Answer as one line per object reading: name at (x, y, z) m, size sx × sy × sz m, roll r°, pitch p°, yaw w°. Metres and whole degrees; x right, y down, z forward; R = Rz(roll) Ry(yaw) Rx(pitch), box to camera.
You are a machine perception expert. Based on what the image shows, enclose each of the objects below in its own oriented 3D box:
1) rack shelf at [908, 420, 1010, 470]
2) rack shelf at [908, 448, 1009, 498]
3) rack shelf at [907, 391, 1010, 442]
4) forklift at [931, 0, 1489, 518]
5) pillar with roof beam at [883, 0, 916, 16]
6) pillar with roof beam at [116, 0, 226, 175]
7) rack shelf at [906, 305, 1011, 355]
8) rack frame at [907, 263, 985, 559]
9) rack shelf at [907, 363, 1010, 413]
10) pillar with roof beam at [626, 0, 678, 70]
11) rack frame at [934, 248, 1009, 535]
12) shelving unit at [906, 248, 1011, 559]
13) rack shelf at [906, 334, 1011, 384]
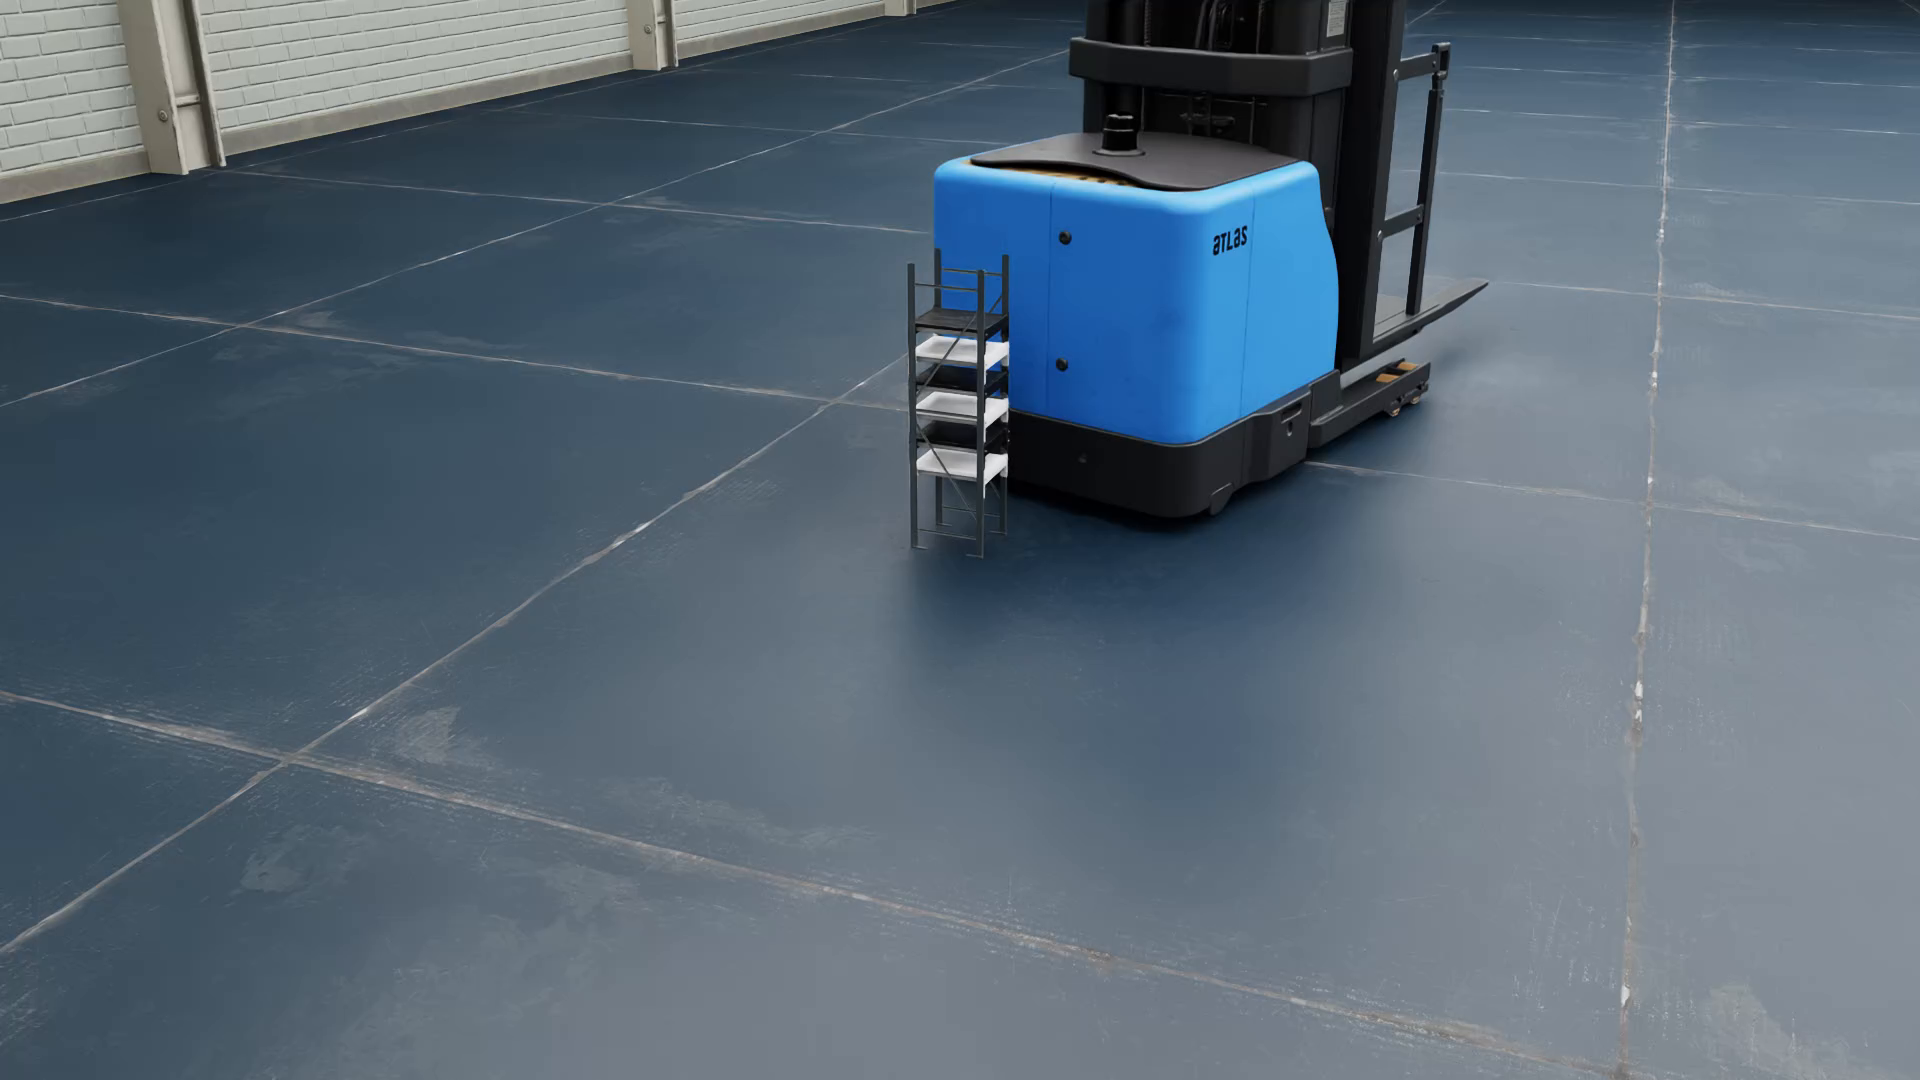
rack shelf at (-0.003, -0.299, 5.117) m, size 0.258 × 0.077 × 0.200 m, roll 9°, pitch 24°, yaw 20°
rack shelf at (-0.003, -0.215, 5.152) m, size 0.258 × 0.077 × 0.200 m, roll 9°, pitch 24°, yaw 20°
rack shelf at (-0.003, -0.382, 5.082) m, size 0.258 × 0.077 × 0.200 m, roll 9°, pitch 24°, yaw 20°
forklift at (1.190, -1.926, 6.058) m, size 1.130 × 2.935 × 3.031 m, roll 16°, pitch 28°, yaw 34°
pillar with roof beam at (3.211, -10.353, 18.361) m, size 9.100 × 9.000 × 0.400 m, roll 9°, pitch 24°, yaw 20°
pillar with roof beam at (-1.247, -6.059, 8.080) m, size 9.100 × 9.000 × 0.400 m, roll 9°, pitch 24°, yaw 20°
rack shelf at (-0.003, -0.631, 4.978) m, size 0.258 × 0.077 × 0.200 m, roll 9°, pitch 24°, yaw 20°
rack frame at (-0.041, -0.376, 4.983) m, size 0.240 × 0.900 × 0.006 m, roll 9°, pitch 24°, yaw 20°
rack shelf at (-0.003, -0.465, 5.048) m, size 0.258 × 0.077 × 0.200 m, roll 9°, pitch 24°, yaw 20°
pillar with roof beam at (0.982, -8.206, 13.221) m, size 9.100 × 9.000 × 0.400 m, roll 9°, pitch 24°, yaw 20°
rack frame at (0.035, -0.449, 5.157) m, size 0.240 × 0.900 × 0.006 m, roll 9°, pitch 24°, yaw 20°
shelving unit at (-0.003, -0.412, 5.070) m, size 0.258 × 0.900 × 0.210 m, roll 9°, pitch 24°, yaw 20°
rack shelf at (-0.003, -0.548, 5.013) m, size 0.258 × 0.077 × 0.200 m, roll 9°, pitch 24°, yaw 20°
